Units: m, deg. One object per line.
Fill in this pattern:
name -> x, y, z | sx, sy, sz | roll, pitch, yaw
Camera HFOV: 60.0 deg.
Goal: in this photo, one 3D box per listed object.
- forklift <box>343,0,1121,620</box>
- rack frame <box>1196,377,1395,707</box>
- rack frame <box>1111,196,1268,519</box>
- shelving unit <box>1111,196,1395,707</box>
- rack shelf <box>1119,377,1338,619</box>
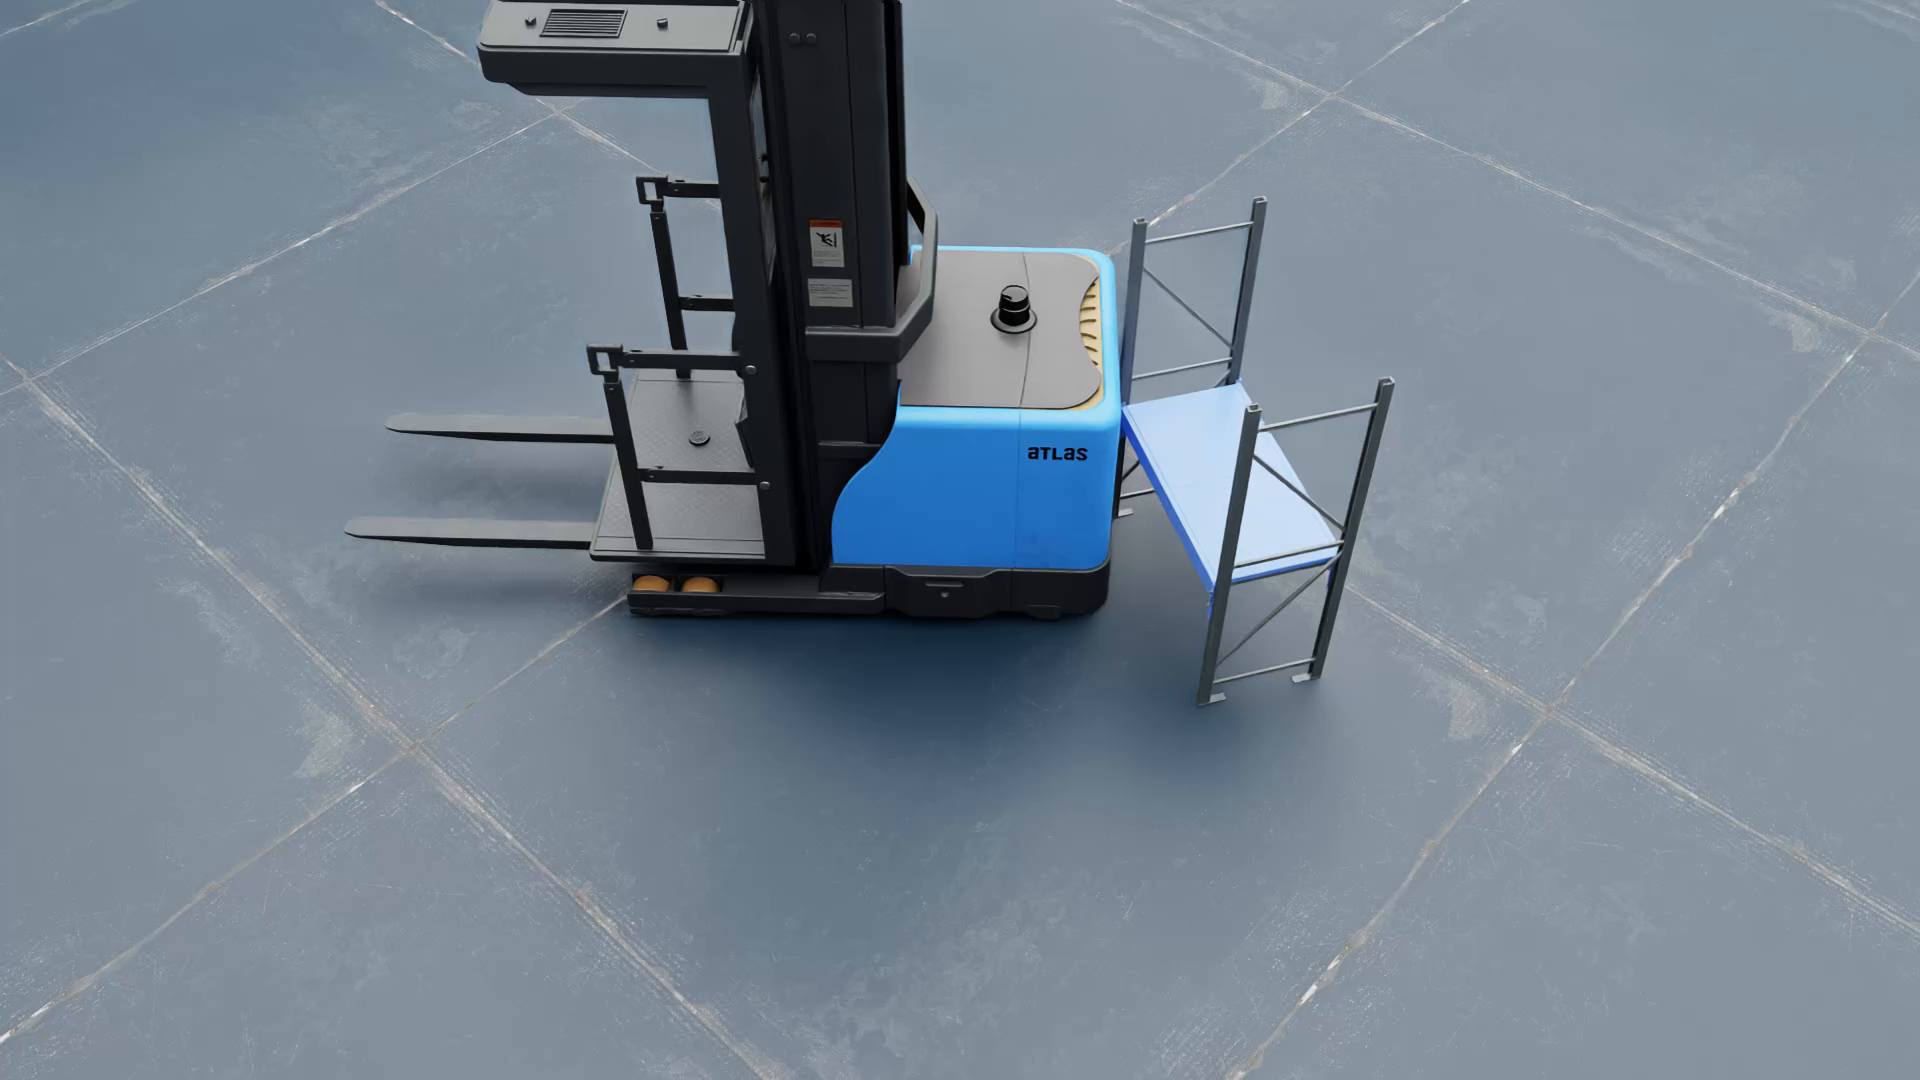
forklift -> -0.918, -1.085, 5.867 | 3.031, 2.935, 1.130 | 1, 47, 1
rack frame -> 1.136, 0.054, 5.779 | 0.500, 1.500, 0.032 | -12, 48, -11
rack frame -> 0.855, -0.659, 6.448 | 0.500, 1.500, 0.032 | -12, 48, -11
shelving unit -> 0.996, -0.302, 6.114 | 0.538, 1.500, 1.048 | -12, 48, -11
rack shelf -> 0.996, -0.179, 6.245 | 0.538, 0.185, 1.000 | -12, 48, -11
